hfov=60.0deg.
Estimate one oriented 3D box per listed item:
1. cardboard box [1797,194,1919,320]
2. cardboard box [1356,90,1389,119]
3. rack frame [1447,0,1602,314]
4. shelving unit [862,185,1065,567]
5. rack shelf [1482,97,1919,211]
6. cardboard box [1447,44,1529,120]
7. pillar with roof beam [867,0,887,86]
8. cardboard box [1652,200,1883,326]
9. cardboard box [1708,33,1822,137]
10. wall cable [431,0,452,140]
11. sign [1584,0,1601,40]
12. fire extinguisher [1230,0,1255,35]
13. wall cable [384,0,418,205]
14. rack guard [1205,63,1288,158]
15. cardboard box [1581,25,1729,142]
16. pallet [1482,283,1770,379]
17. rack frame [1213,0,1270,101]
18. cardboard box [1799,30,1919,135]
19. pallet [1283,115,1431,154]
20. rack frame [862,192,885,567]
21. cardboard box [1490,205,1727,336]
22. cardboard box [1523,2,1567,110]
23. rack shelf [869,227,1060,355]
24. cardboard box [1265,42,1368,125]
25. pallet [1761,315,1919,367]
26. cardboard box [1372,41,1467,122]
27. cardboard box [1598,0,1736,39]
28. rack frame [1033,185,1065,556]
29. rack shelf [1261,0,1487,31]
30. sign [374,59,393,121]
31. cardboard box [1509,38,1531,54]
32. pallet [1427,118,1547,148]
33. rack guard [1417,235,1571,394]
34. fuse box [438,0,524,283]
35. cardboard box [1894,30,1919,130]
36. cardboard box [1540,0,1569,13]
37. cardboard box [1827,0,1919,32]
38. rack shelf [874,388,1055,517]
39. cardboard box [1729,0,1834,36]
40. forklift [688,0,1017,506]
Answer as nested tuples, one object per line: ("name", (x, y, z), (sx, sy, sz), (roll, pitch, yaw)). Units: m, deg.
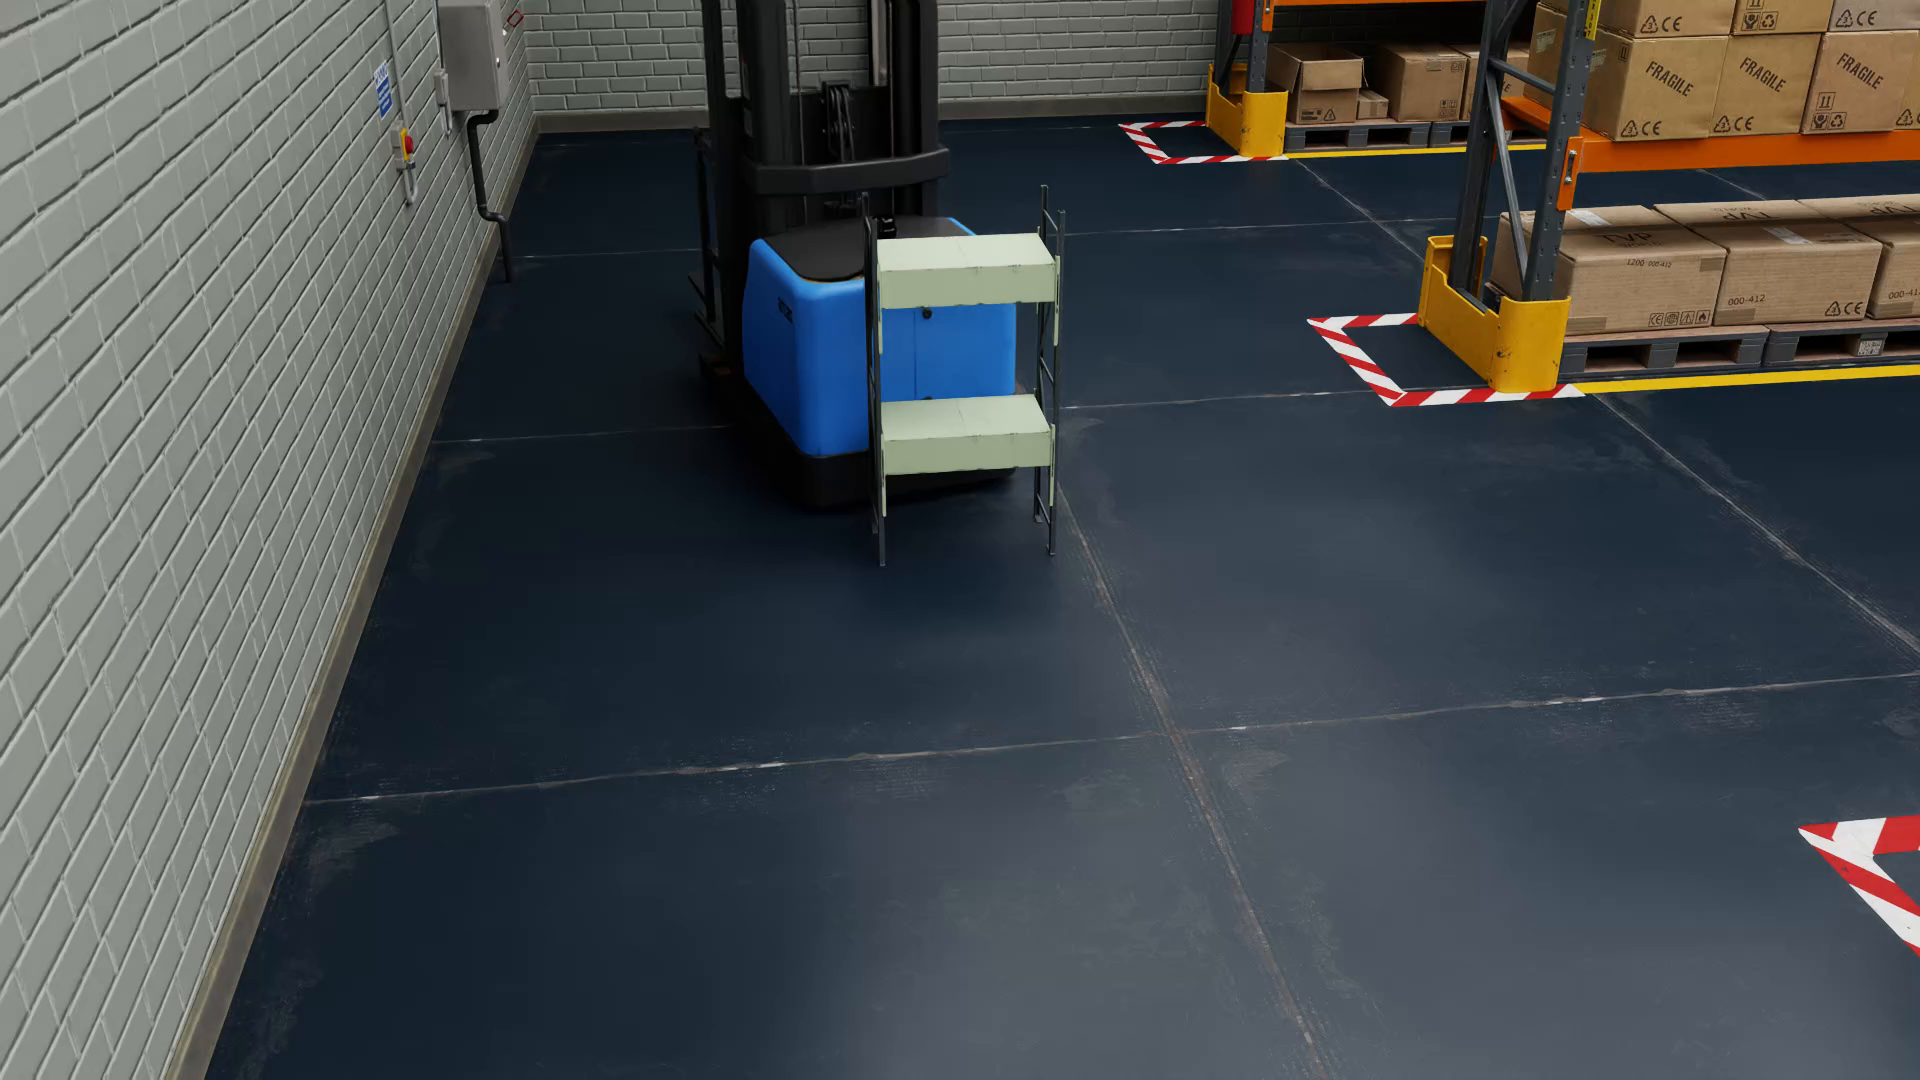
("cardboard box", (5.380, -1.631, 9.489), (0.875, 0.438, 0.875), (-4, 27, -9))
("cardboard box", (3.291, -3.546, 13.538), (0.250, 0.149, 0.380), (-5, 28, -9))
("rack frame", (2.942, -2.378, 8.599), (0.127, 3.000, 1.000), (-4, 27, -7))
("shelving unit", (0.007, -0.668, 6.908), (0.755, 1.500, 0.431), (-4, 27, -7))
("rack shelf", (4.922, -2.185, 9.011), (4.000, 0.370, 1.077), (-4, 27, -7))
("cardboard box", (4.255, -3.718, 13.488), (0.500, 0.500, 0.500), (-3, 27, -6))
("pillar with roof beam", (0.051, -5.581, 8.269), (0.400, 9.000, 9.100), (-4, 27, -7))
("cardboard box", (4.486, -1.574, 9.379), (0.875, 0.438, 0.875), (-3, 27, -6))
("cardboard box", (3.954, -2.368, 8.470), (0.500, 0.500, 0.500), (-4, 27, -8))
("wall cable", (-2.848, -3.101, 8.896), (0.122, 1.984, 0.588), (-4, 27, -7))
("sign", (3.013, -2.547, 7.894), (0.005, 0.325, 0.100), (-4, 27, -7))
("fire extinguisher", (2.165, -4.203, 12.649), (0.183, 0.674, 0.296), (-4, 27, -7))
("wall cable", (-2.639, -2.475, 7.640), (0.123, 1.953, 0.585), (-4, 27, -7))
("rack guard", (2.322, -3.515, 13.552), (0.348, 0.500, 1.175), (-4, 27, -7))
("cardboard box", (3.457, -2.323, 8.383), (0.500, 0.500, 0.500), (-4, 27, -8))
("pallet", (3.723, -1.224, 9.404), (1.213, 0.211, 1.003), (-4, 27, -7))
("rack frame", (2.246, -4.622, 12.972), (0.127, 3.000, 1.000), (-4, 27, -7))
("cardboard box", (4.460, -2.392, 8.517), (0.500, 0.500, 0.500), (-4, 27, -7))
("pallet", (3.111, -3.437, 13.718), (1.213, 0.211, 1.003), (-4, 27, -7))
("rack frame", (-0.356, -0.644, 6.863), (0.023, 1.500, 0.400), (-4, 27, -7))
("cardboard box", (3.581, -1.512, 9.258), (0.875, 0.438, 0.875), (-5, 28, -9))
("cardboard box", (3.382, -2.573, 8.869), (0.500, 0.500, 0.500), (-4, 27, -7))
("rack shelf", (0.007, -1.015, 6.730), (0.720, 0.370, 0.431), (-4, 27, -7))
("cardboard box", (2.865, -3.694, 13.438), (0.637, 0.503, 0.797), (-5, 28, -9))
("pallet", (4.928, -1.300, 9.552), (1.213, 0.211, 1.003), (-4, 27, -7))
("cardboard box", (3.717, -3.729, 13.511), (0.500, 0.500, 0.700), (-3, 27, -5))
("cardboard box", (3.457, -2.769, 8.157), (0.500, 0.500, 0.500), (-4, 27, -8))
("rack frame", (0.369, -0.691, 6.954), (0.023, 1.500, 0.400), (-4, 27, -7))
("rack shelf", (4.227, -4.429, 13.384), (4.000, 0.370, 1.077), (-4, 27, -7))
("sign", (-2.693, -2.103, 7.768), (0.001, 0.218, 0.327), (-4, 27, -7))
("cardboard box", (4.745, -3.795, 13.639), (0.500, 0.500, 0.700), (-5, 28, -9))
("pallet", (4.316, -3.513, 13.866), (1.213, 0.211, 1.003), (-4, 27, -7))
("rack guard", (2.918, -1.265, 9.167), (0.348, 0.500, 1.175), (-4, 27, -7))
("fuse box", (-2.787, -2.395, 10.043), (0.414, 1.711, 0.539), (-4, 27, -7))
("cardboard box", (4.954, -2.432, 8.594), (0.500, 0.500, 0.500), (-3, 27, -5))
("cardboard box", (3.386, -3.006, 8.618), (0.500, 0.500, 0.500), (-3, 27, -5))
("cardboard box", (4.476, -2.842, 8.297), (0.500, 0.500, 0.500), (-4, 27, -8))
("rack shelf", (0.007, -0.378, 7.057), (0.720, 0.370, 0.431), (-4, 27, -7))
("cardboard box", (3.967, -2.805, 8.227), (0.500, 0.500, 0.500), (-4, 27, -9))
("forklift", (-0.744, -2.105, 8.142), (1.130, 2.935, 3.031), (-10, 29, -19))
